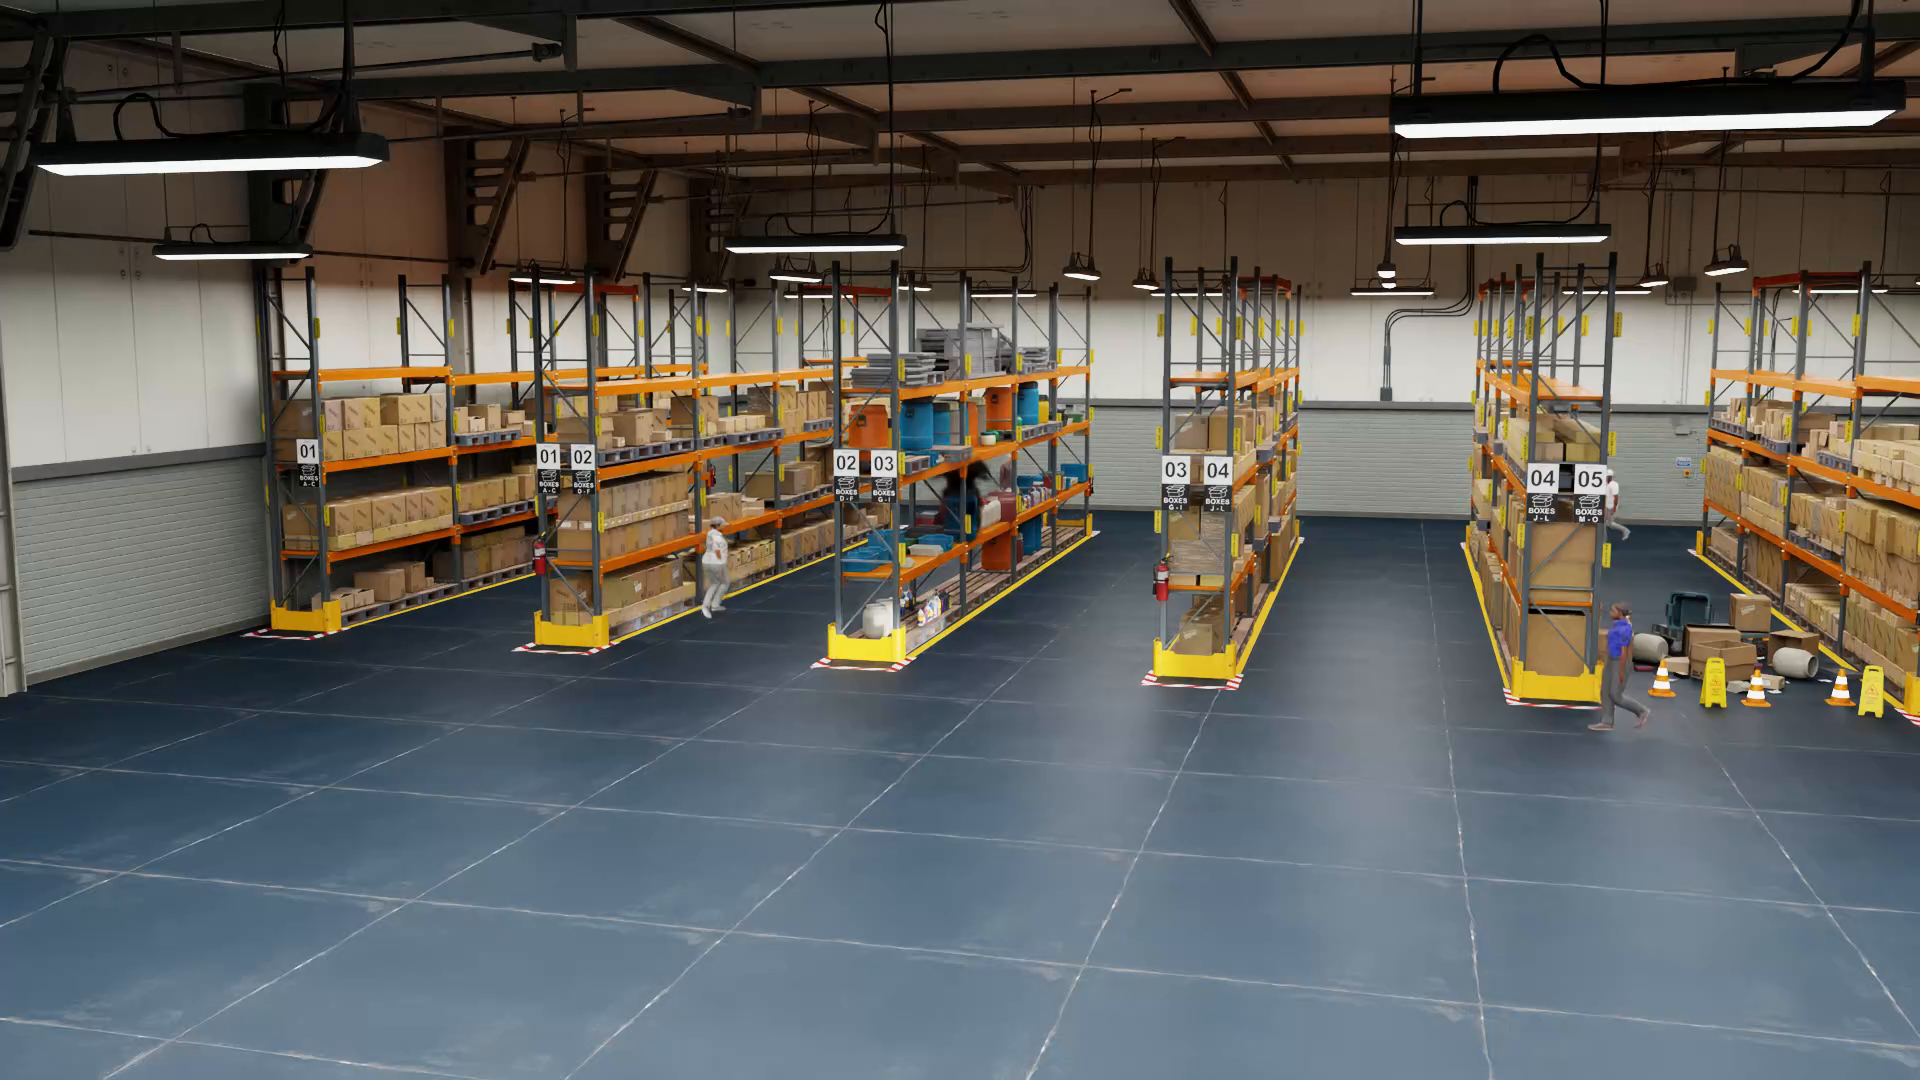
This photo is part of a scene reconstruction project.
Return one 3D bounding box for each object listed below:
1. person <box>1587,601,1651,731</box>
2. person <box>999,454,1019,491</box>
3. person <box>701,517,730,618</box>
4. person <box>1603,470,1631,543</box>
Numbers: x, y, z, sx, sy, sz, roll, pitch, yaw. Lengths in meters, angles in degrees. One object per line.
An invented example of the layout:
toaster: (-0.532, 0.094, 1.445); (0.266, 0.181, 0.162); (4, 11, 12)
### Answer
person: (8.203, 1.573, 20.609); (0.664, 1.645, 0.439); (0, 7, -4)
person: (1.277, -1.393, 43.540); (0.654, 1.742, 0.891); (-7, 10, -43)
person: (-4.093, 0.463, 27.901); (0.451, 1.733, 0.493); (-7, 10, -42)
person: (15.230, -0.779, 38.802); (0.770, 1.734, 0.676); (0, 7, 2)
